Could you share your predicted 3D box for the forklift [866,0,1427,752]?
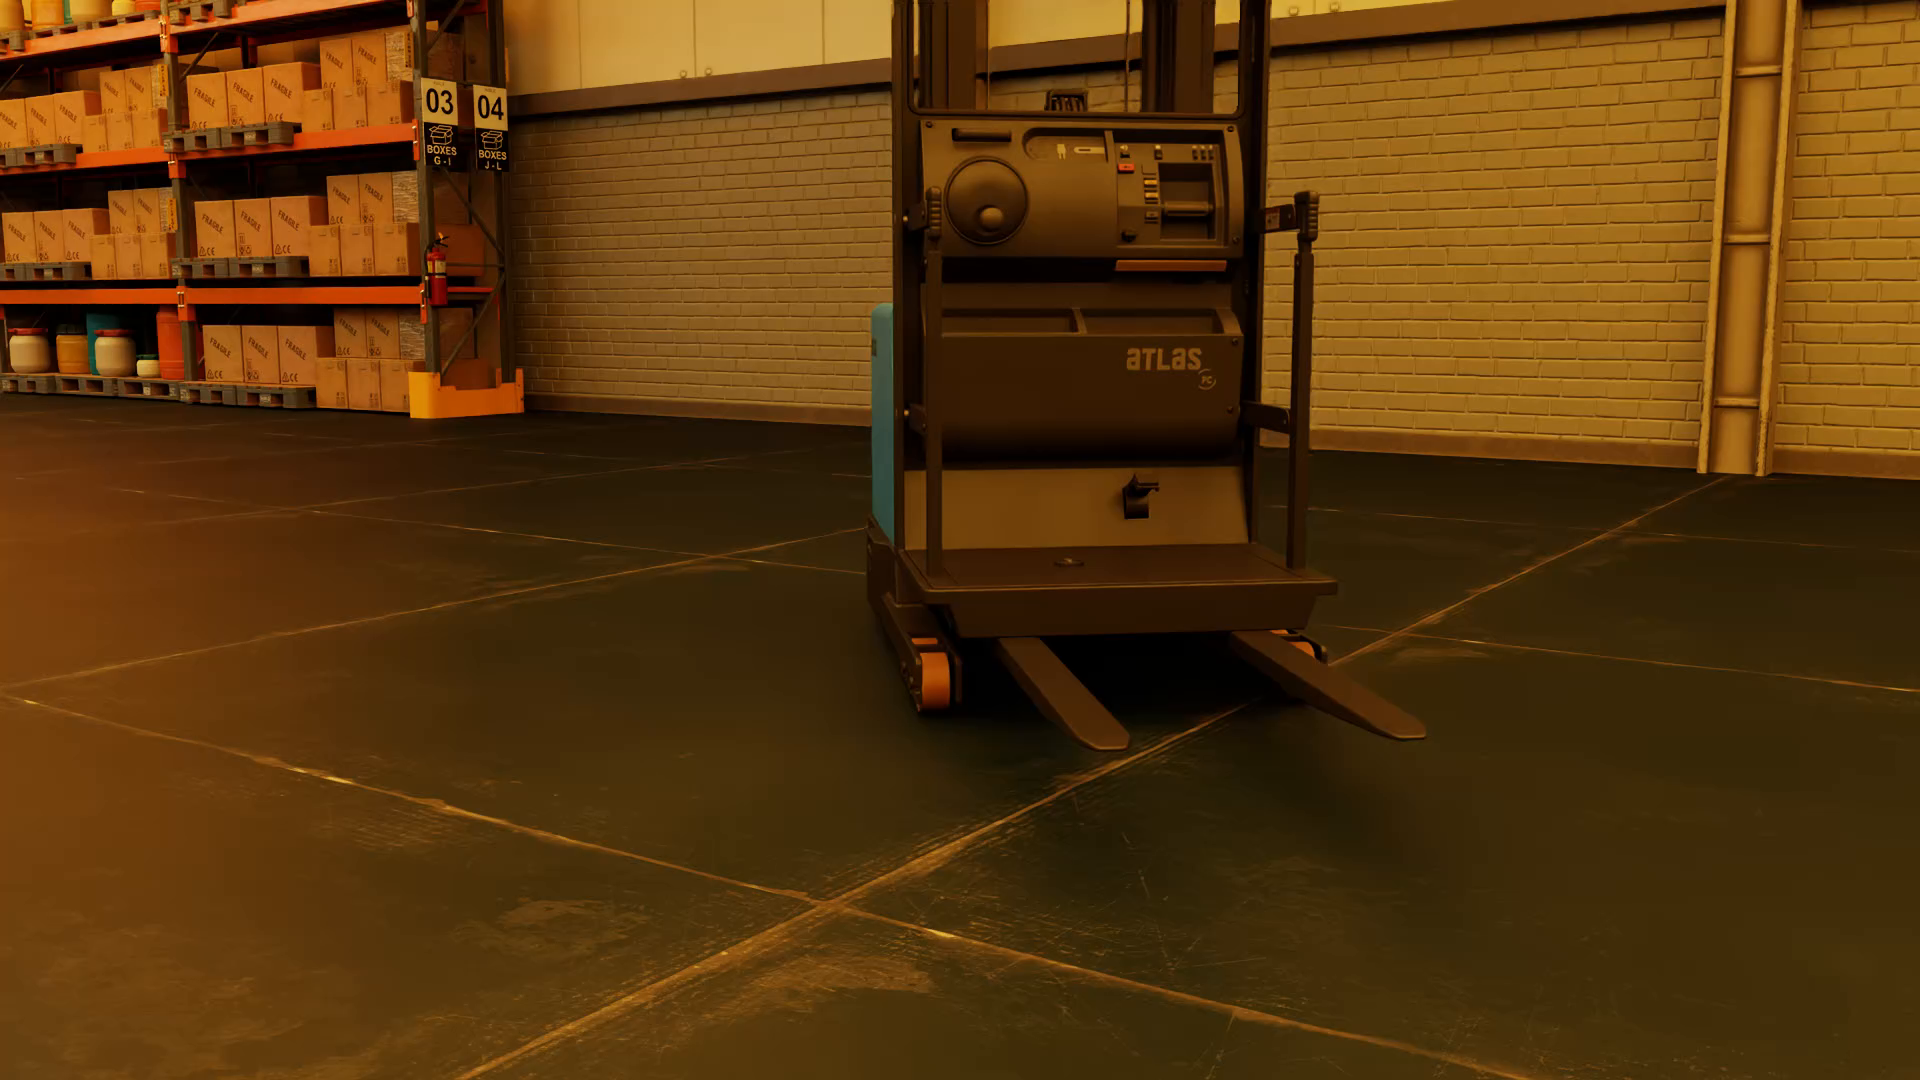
[{"bbox_3d":[0.383,-1.046,4.550,1.130,2.935,3.031,-1,8,-8],"label":"forklift"}]
